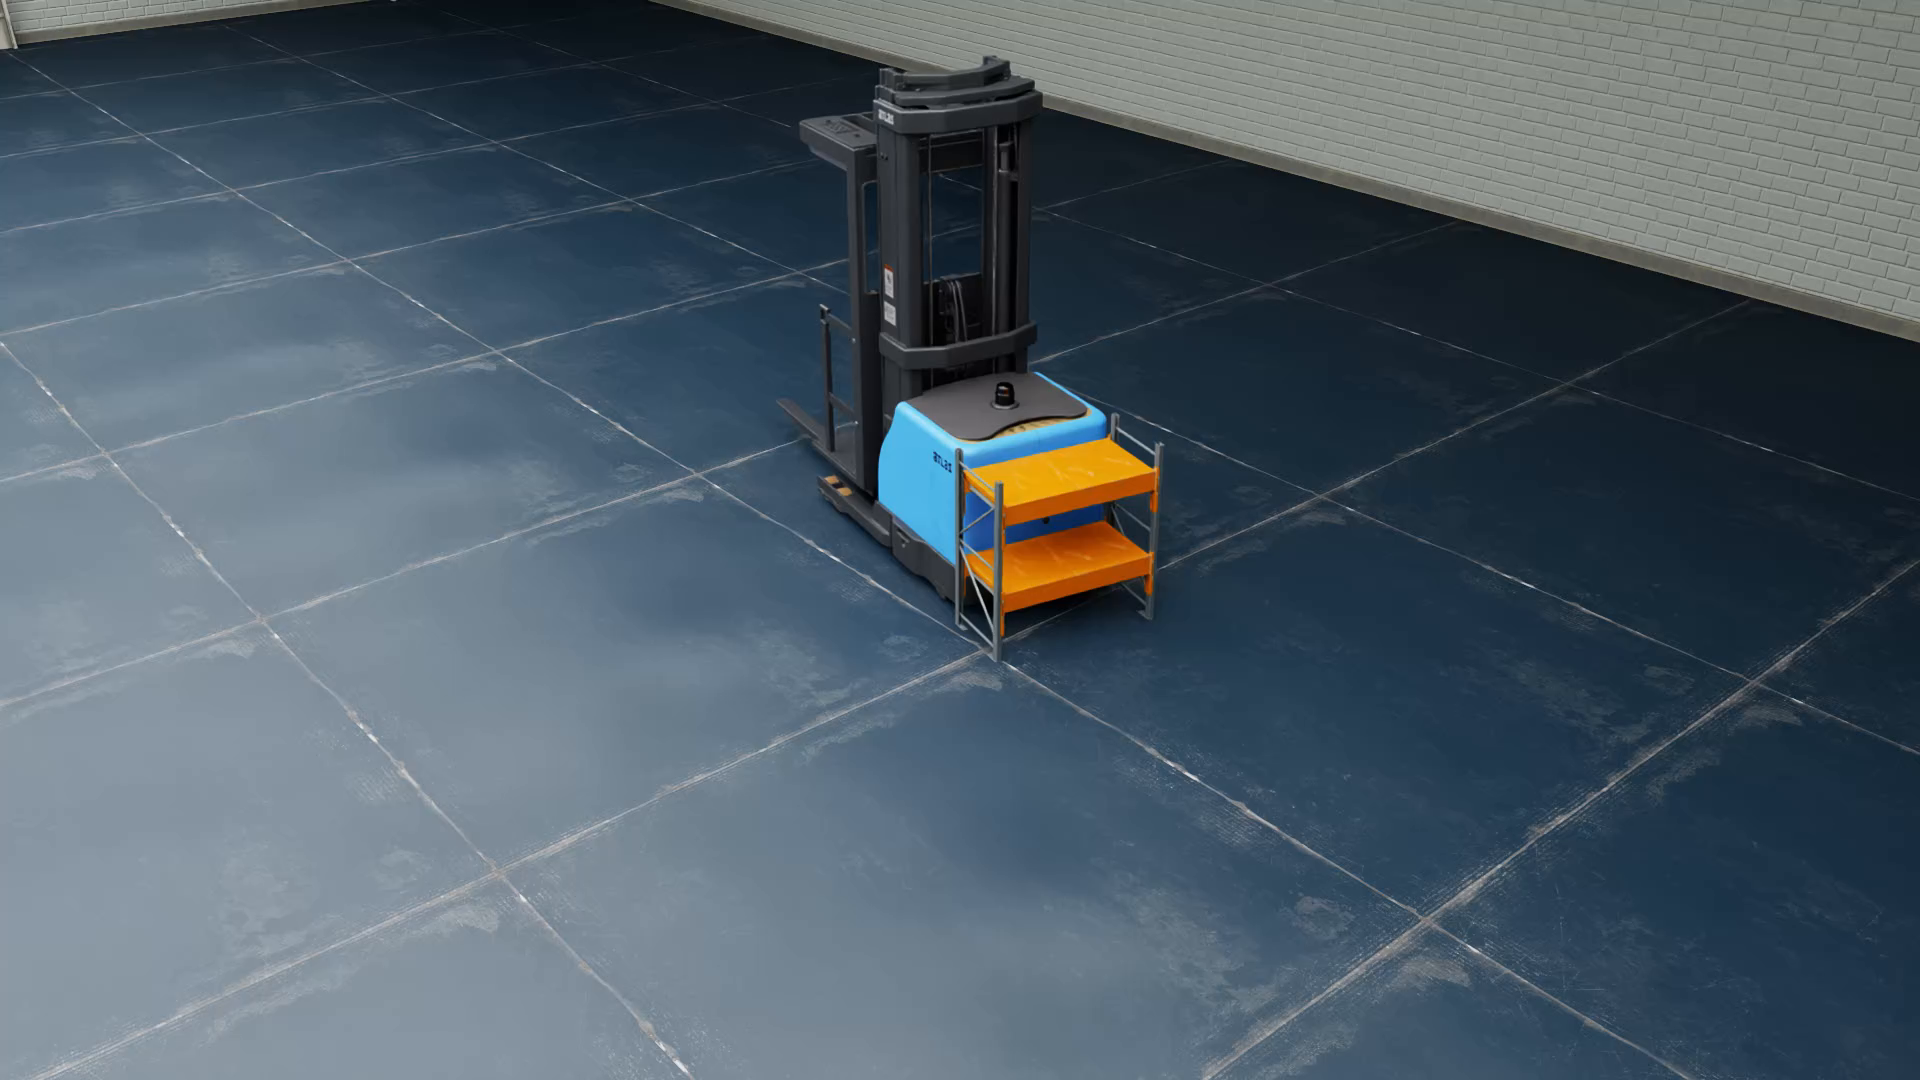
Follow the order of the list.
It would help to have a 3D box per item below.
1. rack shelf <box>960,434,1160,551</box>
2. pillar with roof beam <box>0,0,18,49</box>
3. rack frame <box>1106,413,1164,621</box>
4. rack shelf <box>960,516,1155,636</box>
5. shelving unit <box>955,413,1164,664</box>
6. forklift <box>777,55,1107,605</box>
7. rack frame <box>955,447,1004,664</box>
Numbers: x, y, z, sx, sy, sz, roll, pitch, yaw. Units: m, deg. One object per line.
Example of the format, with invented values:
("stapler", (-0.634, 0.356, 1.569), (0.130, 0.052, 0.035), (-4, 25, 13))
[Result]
("rack shelf", (0.551, -0.278, 9.314), (1.000, 0.278, 0.538), (-14, 31, -24))
("pillar with roof beam", (-10.909, -9.446, 18.736), (0.400, 9.000, 9.100), (-22, 35, -35))
("rack frame", (1.001, -0.132, 9.661), (0.032, 1.125, 0.500), (-14, 31, -24))
("rack shelf", (0.551, 0.196, 9.568), (1.000, 0.278, 0.538), (-14, 31, -24))
("shelving unit", (0.551, -0.020, 9.452), (1.048, 1.125, 0.538), (-14, 31, -24))
("forklift", (-0.290, -1.570, 10.437), (1.130, 2.935, 3.031), (-15, 32, -26))
("rack frame", (0.101, 0.091, 9.244), (0.032, 1.125, 0.500), (-14, 31, -24))
